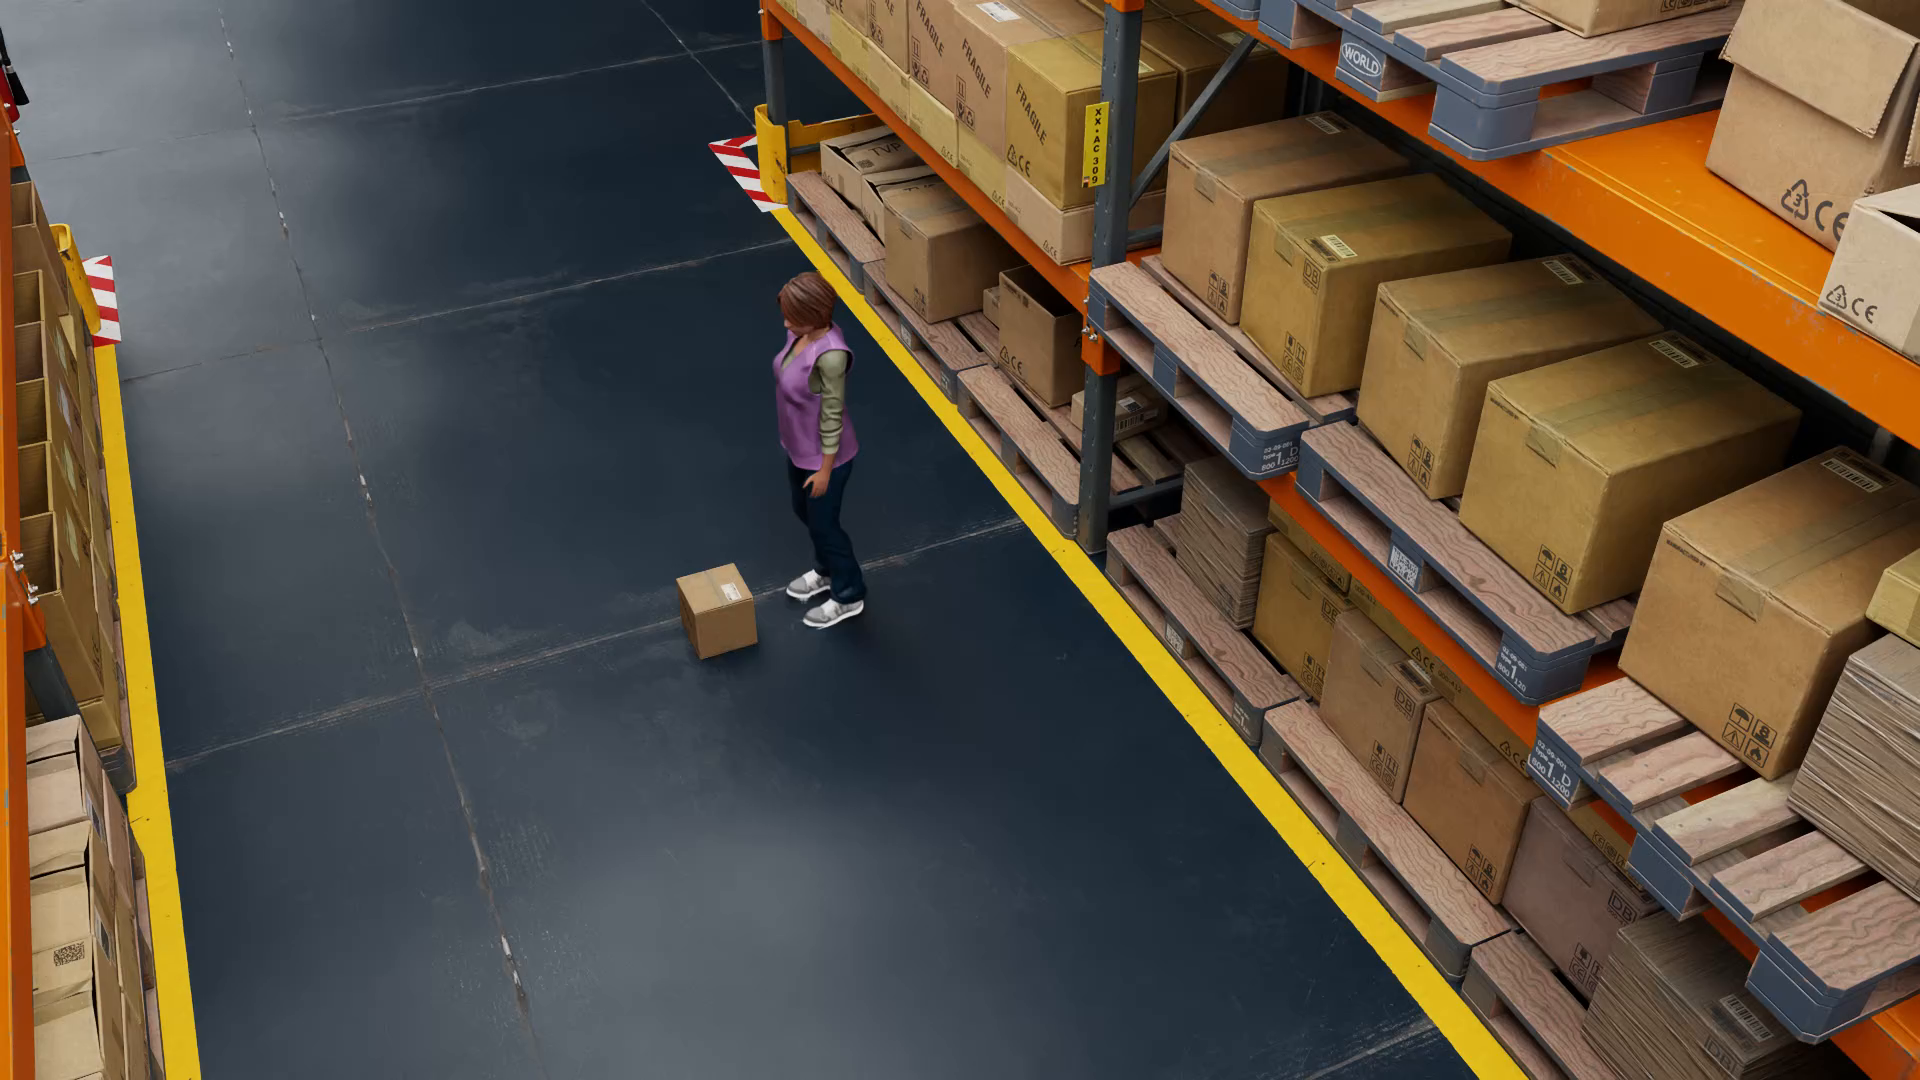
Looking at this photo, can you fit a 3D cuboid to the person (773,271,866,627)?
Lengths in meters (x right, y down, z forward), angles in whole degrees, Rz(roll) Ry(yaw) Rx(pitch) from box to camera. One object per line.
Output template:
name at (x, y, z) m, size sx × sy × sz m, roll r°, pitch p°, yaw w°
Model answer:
person at (-0.558, -0.339, 6.621) m, size 0.299 × 1.572 × 0.407 m, roll -15°, pitch 40°, yaw -19°
